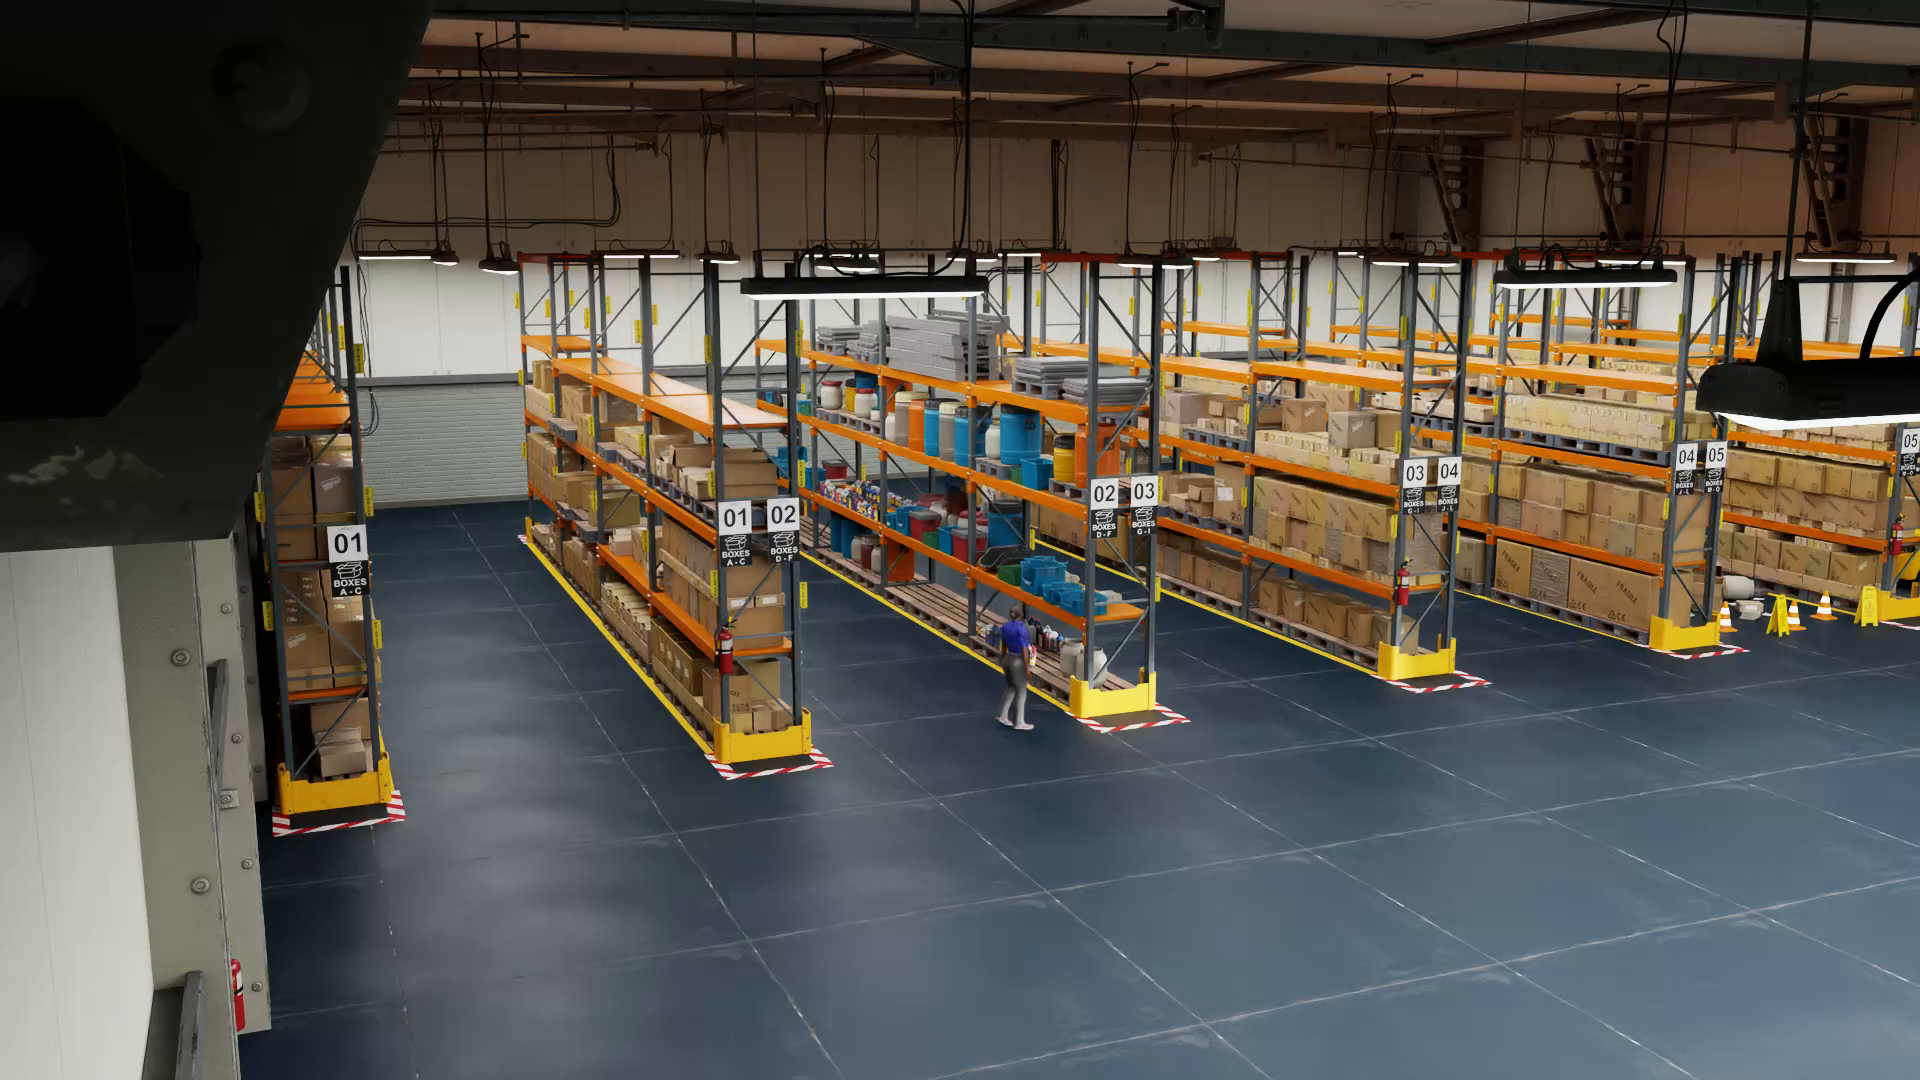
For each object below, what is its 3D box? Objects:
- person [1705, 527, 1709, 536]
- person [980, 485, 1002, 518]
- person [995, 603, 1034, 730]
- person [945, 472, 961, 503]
[{"bbox_3d":[15.032,-0.658,33.855,0.680,1.715,0.507,4,11,19],"label":"person"},{"bbox_3d":[0.632,-0.771,34.461,0.491,1.781,0.576,-6,12,-30],"label":"person"},{"bbox_3d":[0.737,1.651,21.558,0.371,1.690,0.538,-7,13,-35],"label":"person"},{"bbox_3d":[-0.155,-1.633,39.518,0.648,1.582,0.430,2,11,11],"label":"person"}]
